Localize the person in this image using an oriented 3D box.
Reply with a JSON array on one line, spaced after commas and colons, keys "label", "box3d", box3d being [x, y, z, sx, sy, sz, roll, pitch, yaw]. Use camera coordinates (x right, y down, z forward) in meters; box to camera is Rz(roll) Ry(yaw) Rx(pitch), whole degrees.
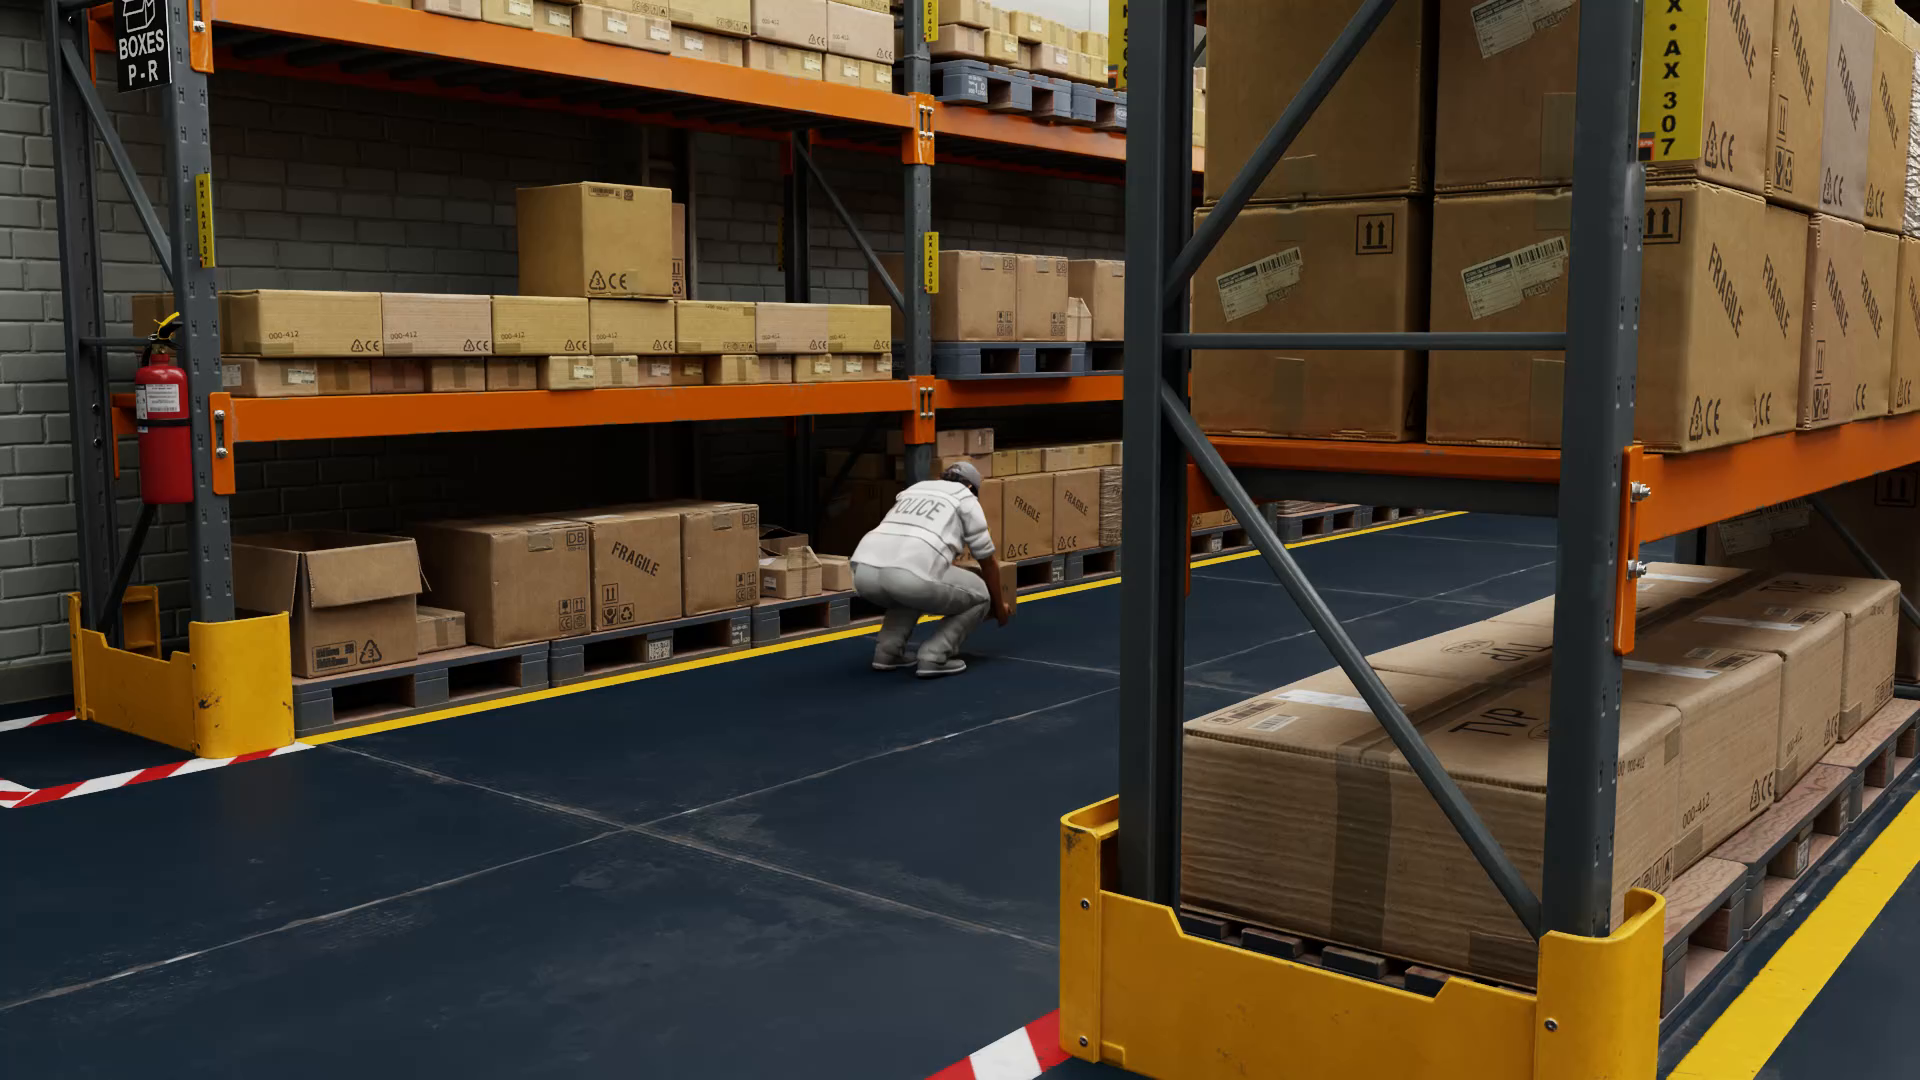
[{"label": "person", "box3d": [-0.139, 0.128, 7.723, 0.524, 0.950, 0.853, 5, 9, 38]}]
